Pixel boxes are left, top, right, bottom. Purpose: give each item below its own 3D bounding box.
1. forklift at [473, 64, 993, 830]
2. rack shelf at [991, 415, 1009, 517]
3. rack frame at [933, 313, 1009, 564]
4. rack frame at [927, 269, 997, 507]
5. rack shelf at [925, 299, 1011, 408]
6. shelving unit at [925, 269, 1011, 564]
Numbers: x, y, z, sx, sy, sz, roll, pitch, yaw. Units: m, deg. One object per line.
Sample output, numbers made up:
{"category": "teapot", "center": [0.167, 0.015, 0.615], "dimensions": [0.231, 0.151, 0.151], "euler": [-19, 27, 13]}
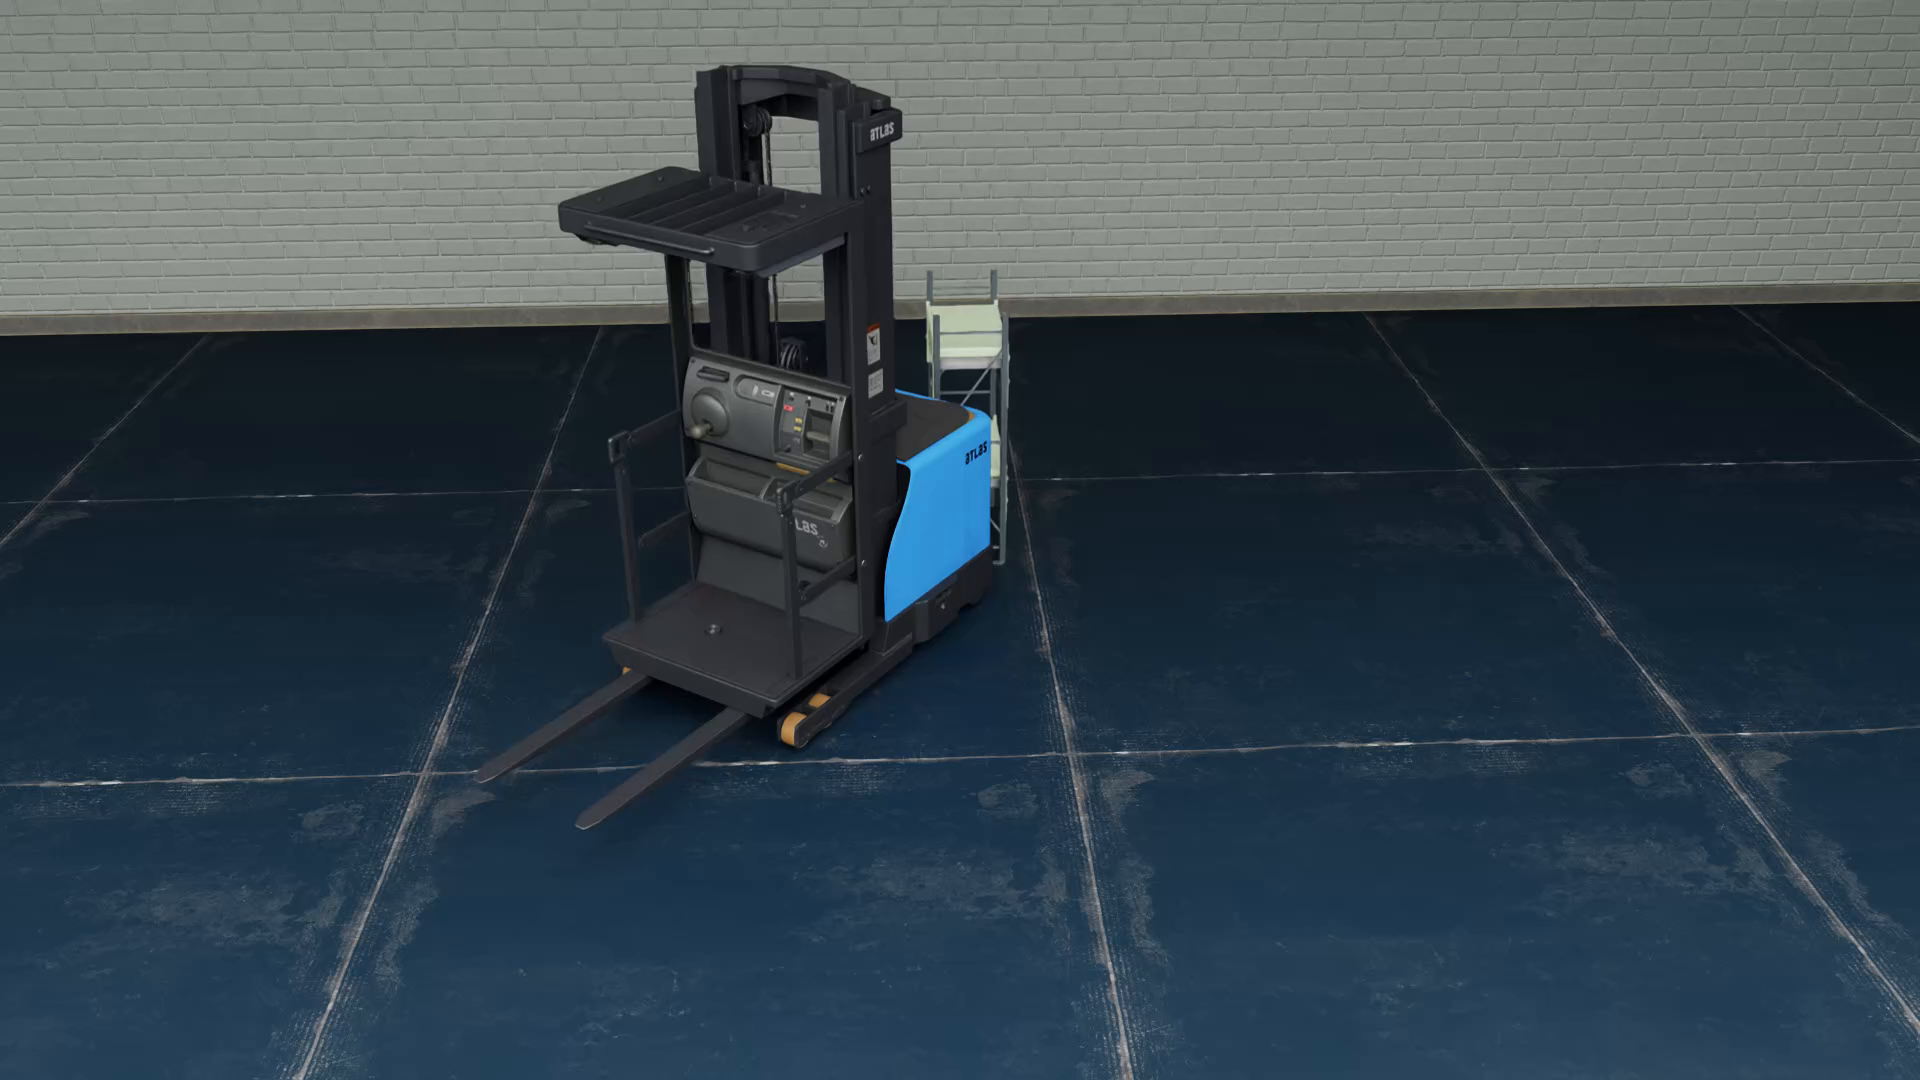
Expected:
{"category": "forklift", "center": [-1.037, -0.565, 7.664], "dimensions": [1.130, 2.935, 3.031], "euler": [16, 32, 28]}
{"category": "rack shelf", "center": [0.035, -0.408, 9.615], "dimensions": [0.431, 0.370, 0.720], "euler": [-2, 28, -3]}
{"category": "rack frame", "center": [0.058, -0.528, 9.140], "dimensions": [0.400, 1.500, 0.023], "euler": [-2, 28, -3]}
{"category": "rack frame", "center": [0.012, -0.866, 9.788], "dimensions": [0.400, 1.500, 0.023], "euler": [-2, 28, -3]}
{"category": "rack shelf", "center": [0.035, -1.043, 9.283], "dimensions": [0.431, 0.370, 0.720], "euler": [-2, 28, -3]}
{"category": "shelving unit", "center": [0.035, -0.697, 9.464], "dimensions": [0.431, 1.500, 0.755], "euler": [-2, 28, -3]}
